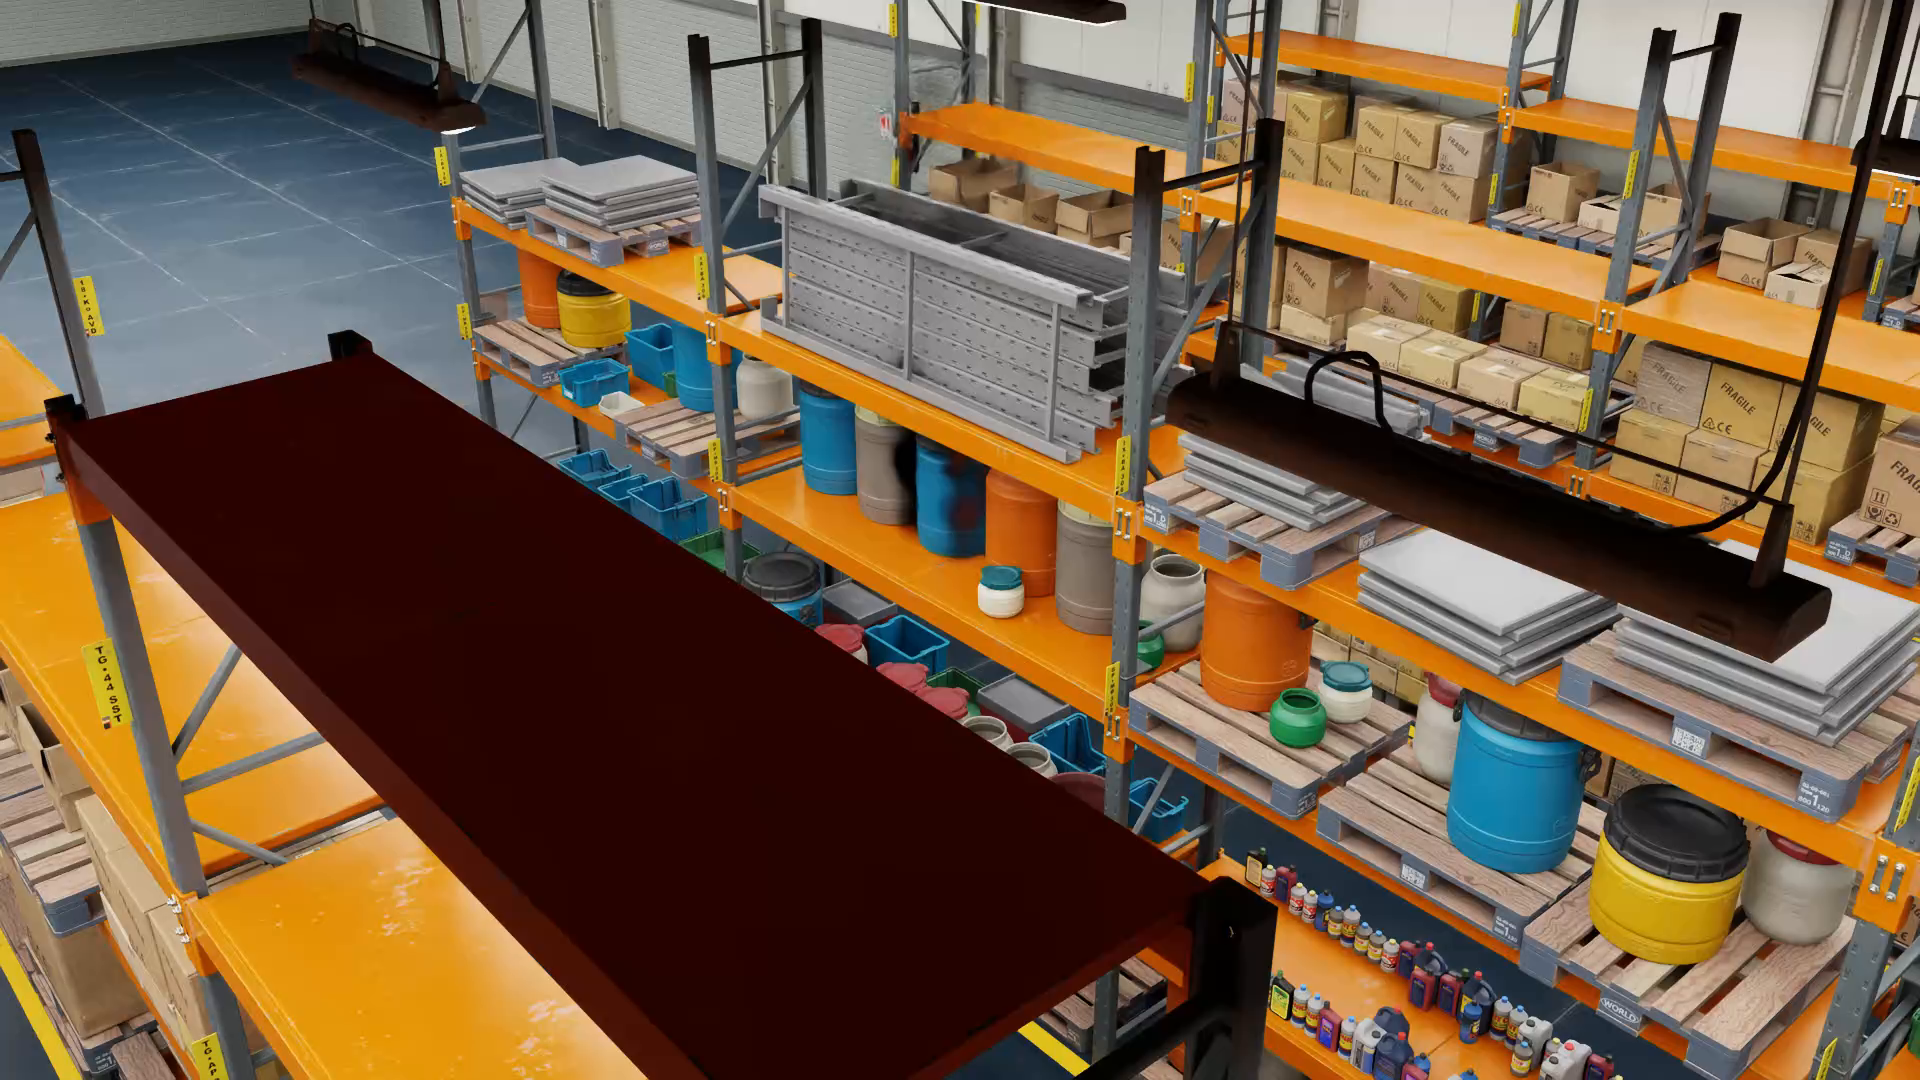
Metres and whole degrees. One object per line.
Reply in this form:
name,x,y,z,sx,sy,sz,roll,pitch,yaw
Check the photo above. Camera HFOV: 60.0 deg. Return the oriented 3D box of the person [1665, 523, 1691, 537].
person,6.258,0.523,14.767,0.733,1.642,0.510,24,35,39
